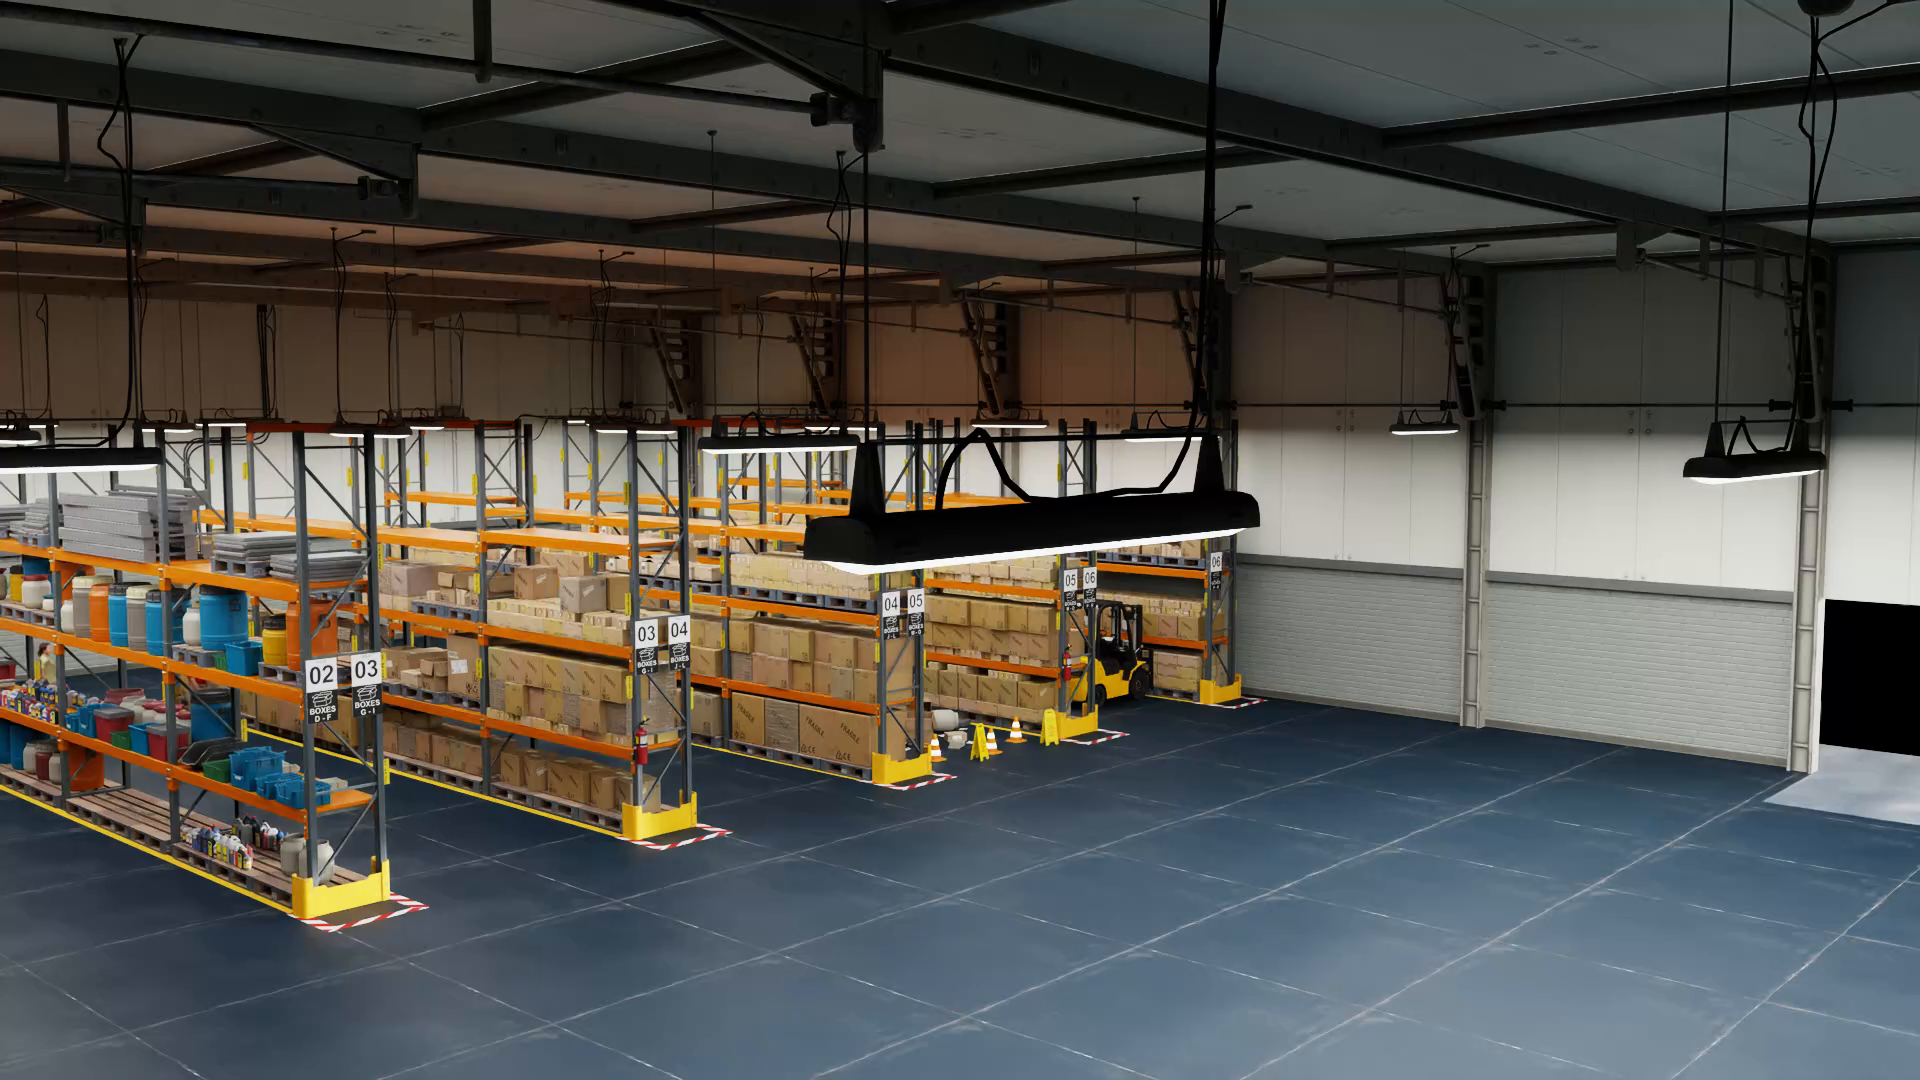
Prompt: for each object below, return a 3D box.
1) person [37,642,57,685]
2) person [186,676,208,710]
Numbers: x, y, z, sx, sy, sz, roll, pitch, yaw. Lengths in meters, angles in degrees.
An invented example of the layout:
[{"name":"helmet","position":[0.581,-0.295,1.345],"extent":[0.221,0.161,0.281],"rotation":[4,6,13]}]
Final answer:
[{"name":"person","position":[-18.065,2.801,32.769],"extent":[0.442,1.577,0.765],"rotation":[3,5,32]},{"name":"person","position":[-14.495,3.025,31.548],"extent":[0.467,1.558,0.580],"rotation":[0,5,5]}]
